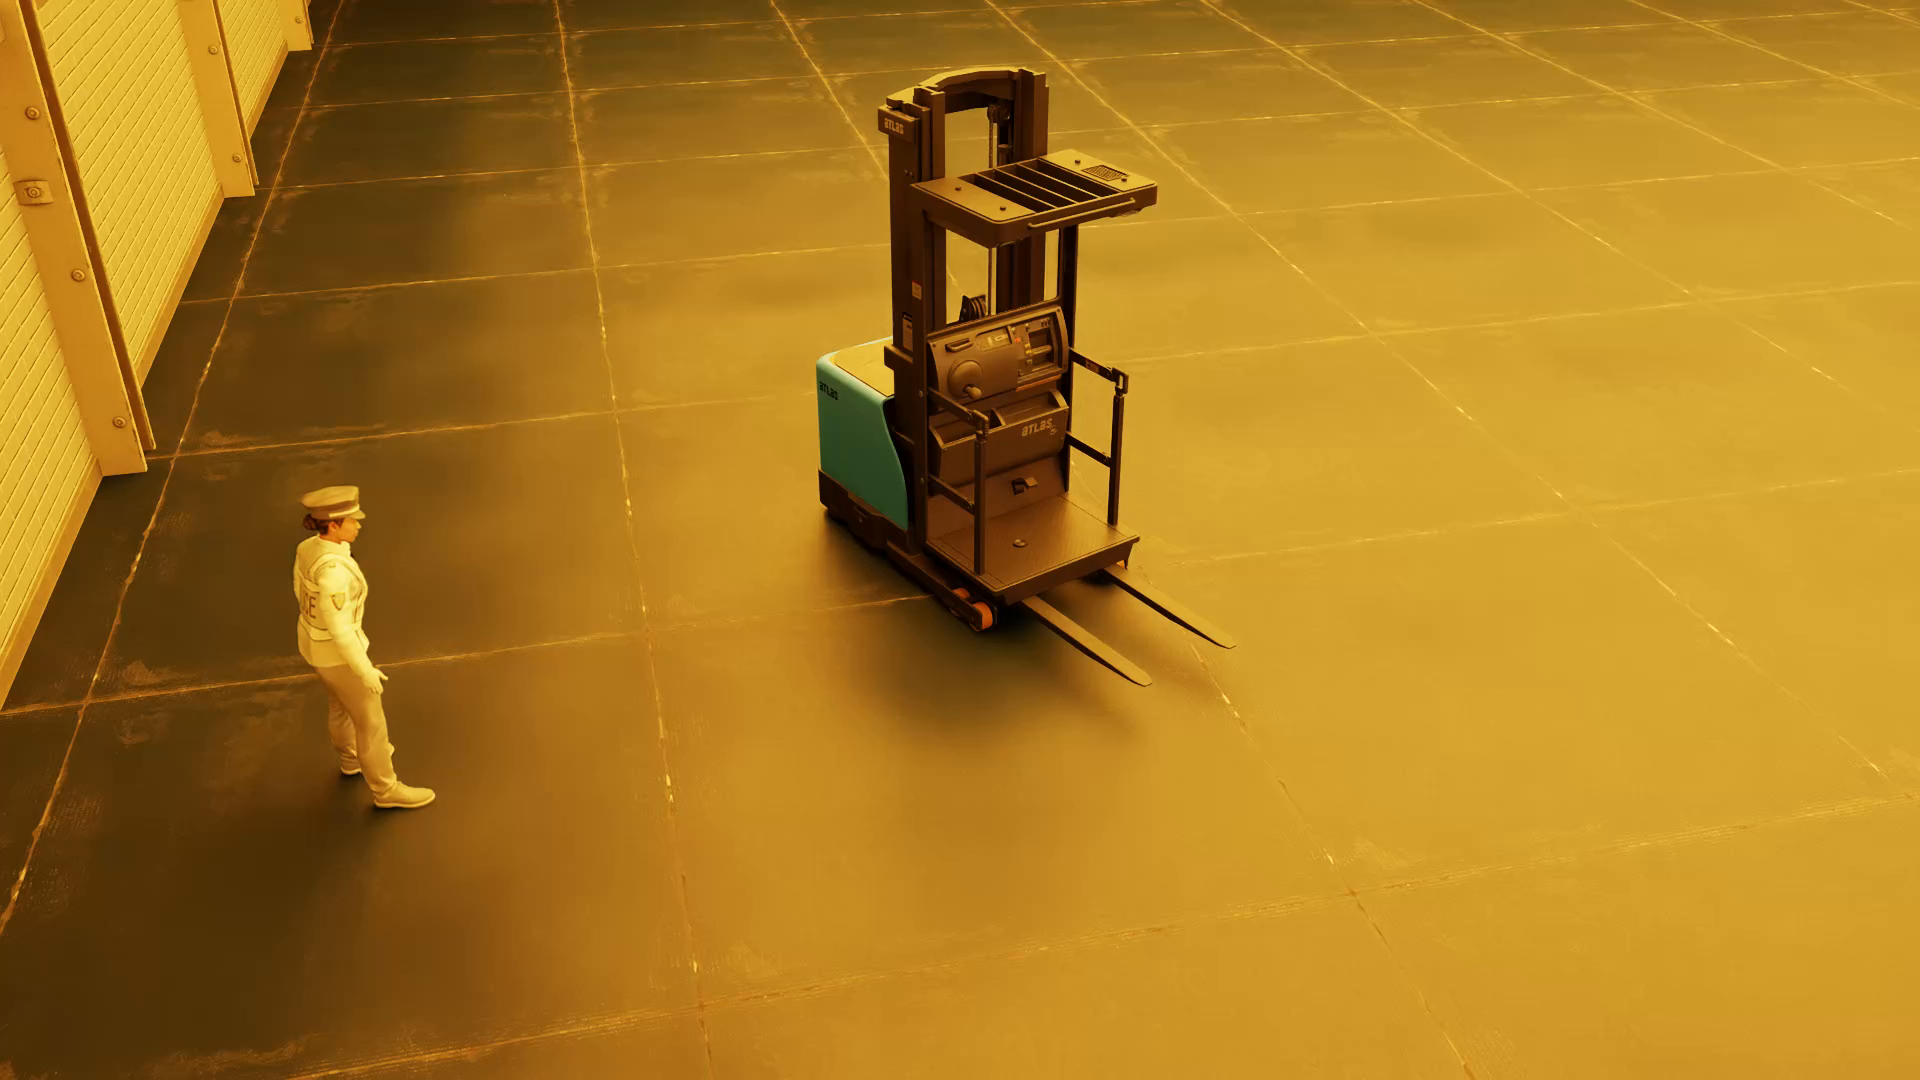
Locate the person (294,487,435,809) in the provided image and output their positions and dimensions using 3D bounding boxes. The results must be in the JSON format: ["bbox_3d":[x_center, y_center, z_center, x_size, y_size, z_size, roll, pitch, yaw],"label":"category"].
[{"bbox_3d":[-2.916,0.530,7.929,0.417,1.670,0.633,-20,35,-30],"label":"person"}]

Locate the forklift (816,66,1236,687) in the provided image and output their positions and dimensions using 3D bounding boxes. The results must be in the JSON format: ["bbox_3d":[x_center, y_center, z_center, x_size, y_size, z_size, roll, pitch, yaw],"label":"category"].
[{"bbox_3d":[0.355,-1.021,9.338,1.130,2.935,3.031,-20,35,-30],"label":"forklift"}]
